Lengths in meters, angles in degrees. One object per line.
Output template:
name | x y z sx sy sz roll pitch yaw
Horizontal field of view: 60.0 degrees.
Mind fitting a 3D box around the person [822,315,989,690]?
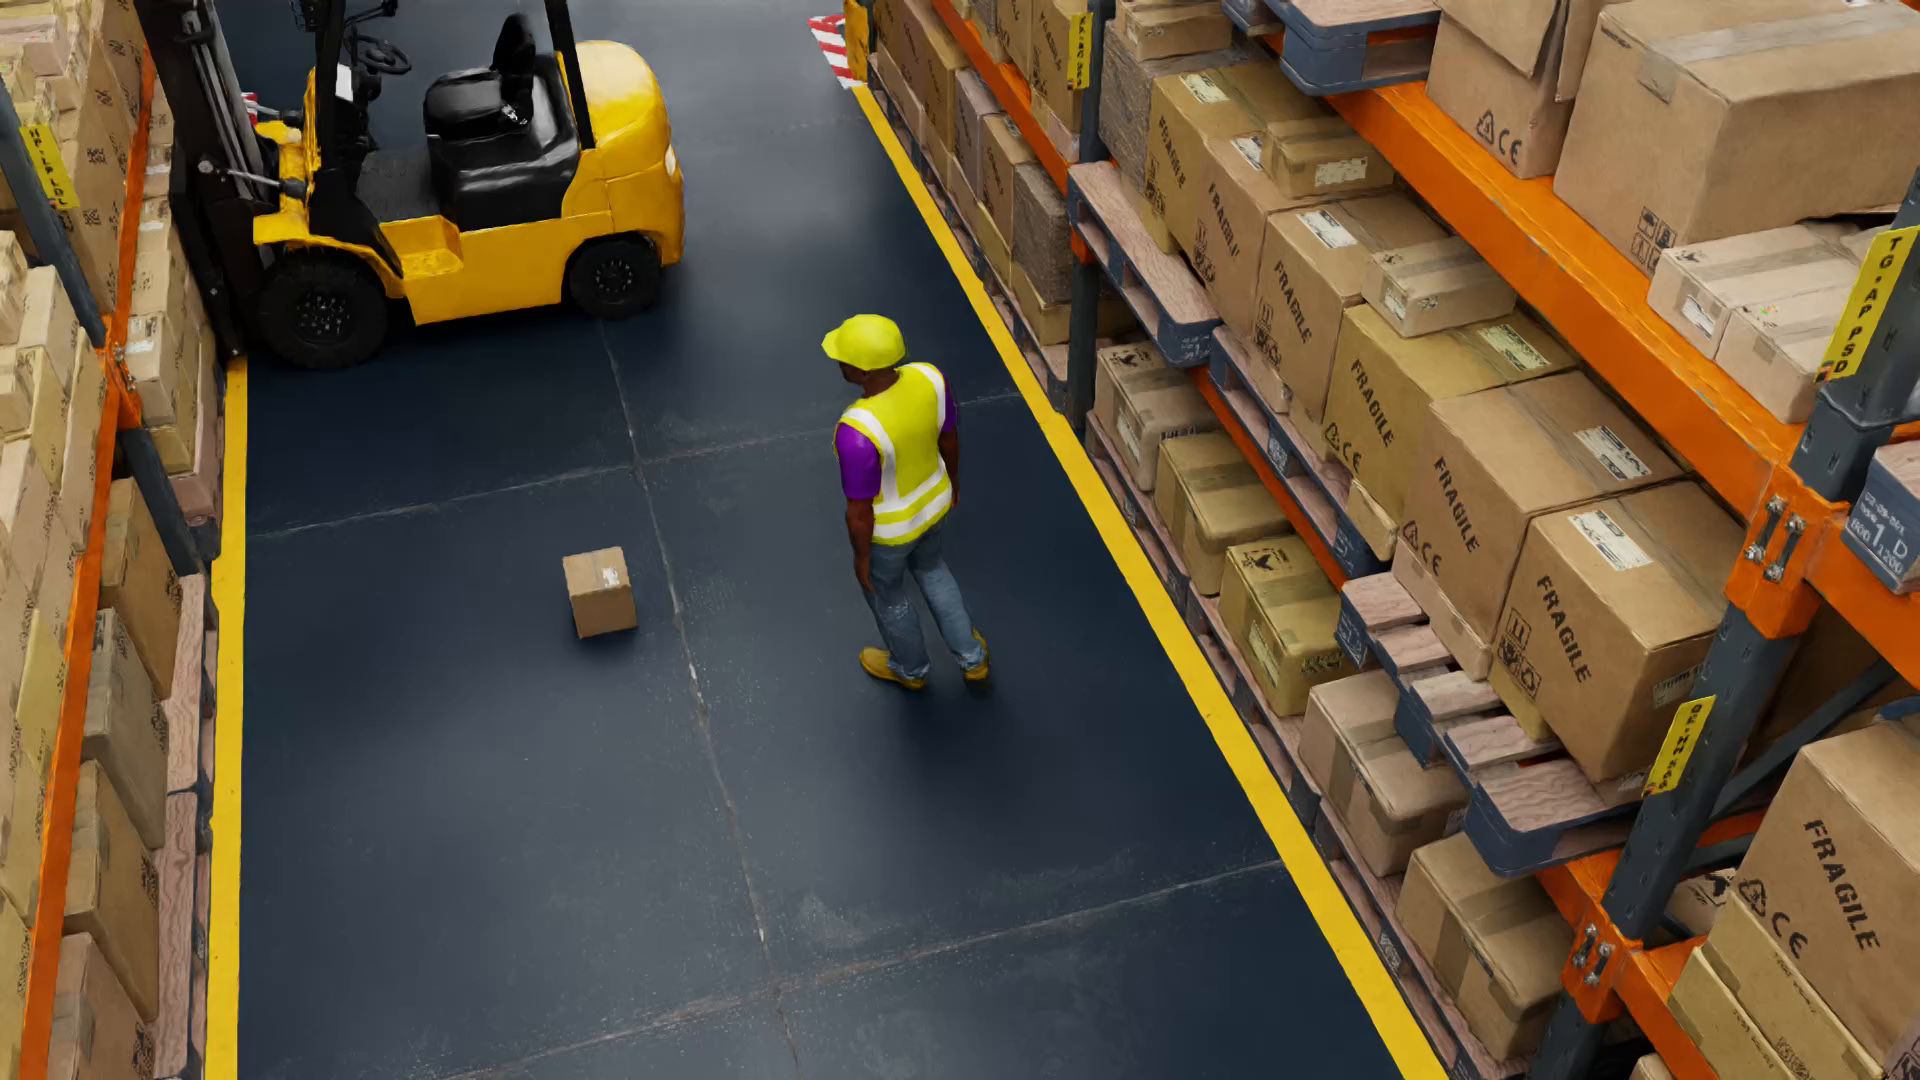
person | -0.184 -0.082 6.238 0.568 1.754 0.614 29 50 28
